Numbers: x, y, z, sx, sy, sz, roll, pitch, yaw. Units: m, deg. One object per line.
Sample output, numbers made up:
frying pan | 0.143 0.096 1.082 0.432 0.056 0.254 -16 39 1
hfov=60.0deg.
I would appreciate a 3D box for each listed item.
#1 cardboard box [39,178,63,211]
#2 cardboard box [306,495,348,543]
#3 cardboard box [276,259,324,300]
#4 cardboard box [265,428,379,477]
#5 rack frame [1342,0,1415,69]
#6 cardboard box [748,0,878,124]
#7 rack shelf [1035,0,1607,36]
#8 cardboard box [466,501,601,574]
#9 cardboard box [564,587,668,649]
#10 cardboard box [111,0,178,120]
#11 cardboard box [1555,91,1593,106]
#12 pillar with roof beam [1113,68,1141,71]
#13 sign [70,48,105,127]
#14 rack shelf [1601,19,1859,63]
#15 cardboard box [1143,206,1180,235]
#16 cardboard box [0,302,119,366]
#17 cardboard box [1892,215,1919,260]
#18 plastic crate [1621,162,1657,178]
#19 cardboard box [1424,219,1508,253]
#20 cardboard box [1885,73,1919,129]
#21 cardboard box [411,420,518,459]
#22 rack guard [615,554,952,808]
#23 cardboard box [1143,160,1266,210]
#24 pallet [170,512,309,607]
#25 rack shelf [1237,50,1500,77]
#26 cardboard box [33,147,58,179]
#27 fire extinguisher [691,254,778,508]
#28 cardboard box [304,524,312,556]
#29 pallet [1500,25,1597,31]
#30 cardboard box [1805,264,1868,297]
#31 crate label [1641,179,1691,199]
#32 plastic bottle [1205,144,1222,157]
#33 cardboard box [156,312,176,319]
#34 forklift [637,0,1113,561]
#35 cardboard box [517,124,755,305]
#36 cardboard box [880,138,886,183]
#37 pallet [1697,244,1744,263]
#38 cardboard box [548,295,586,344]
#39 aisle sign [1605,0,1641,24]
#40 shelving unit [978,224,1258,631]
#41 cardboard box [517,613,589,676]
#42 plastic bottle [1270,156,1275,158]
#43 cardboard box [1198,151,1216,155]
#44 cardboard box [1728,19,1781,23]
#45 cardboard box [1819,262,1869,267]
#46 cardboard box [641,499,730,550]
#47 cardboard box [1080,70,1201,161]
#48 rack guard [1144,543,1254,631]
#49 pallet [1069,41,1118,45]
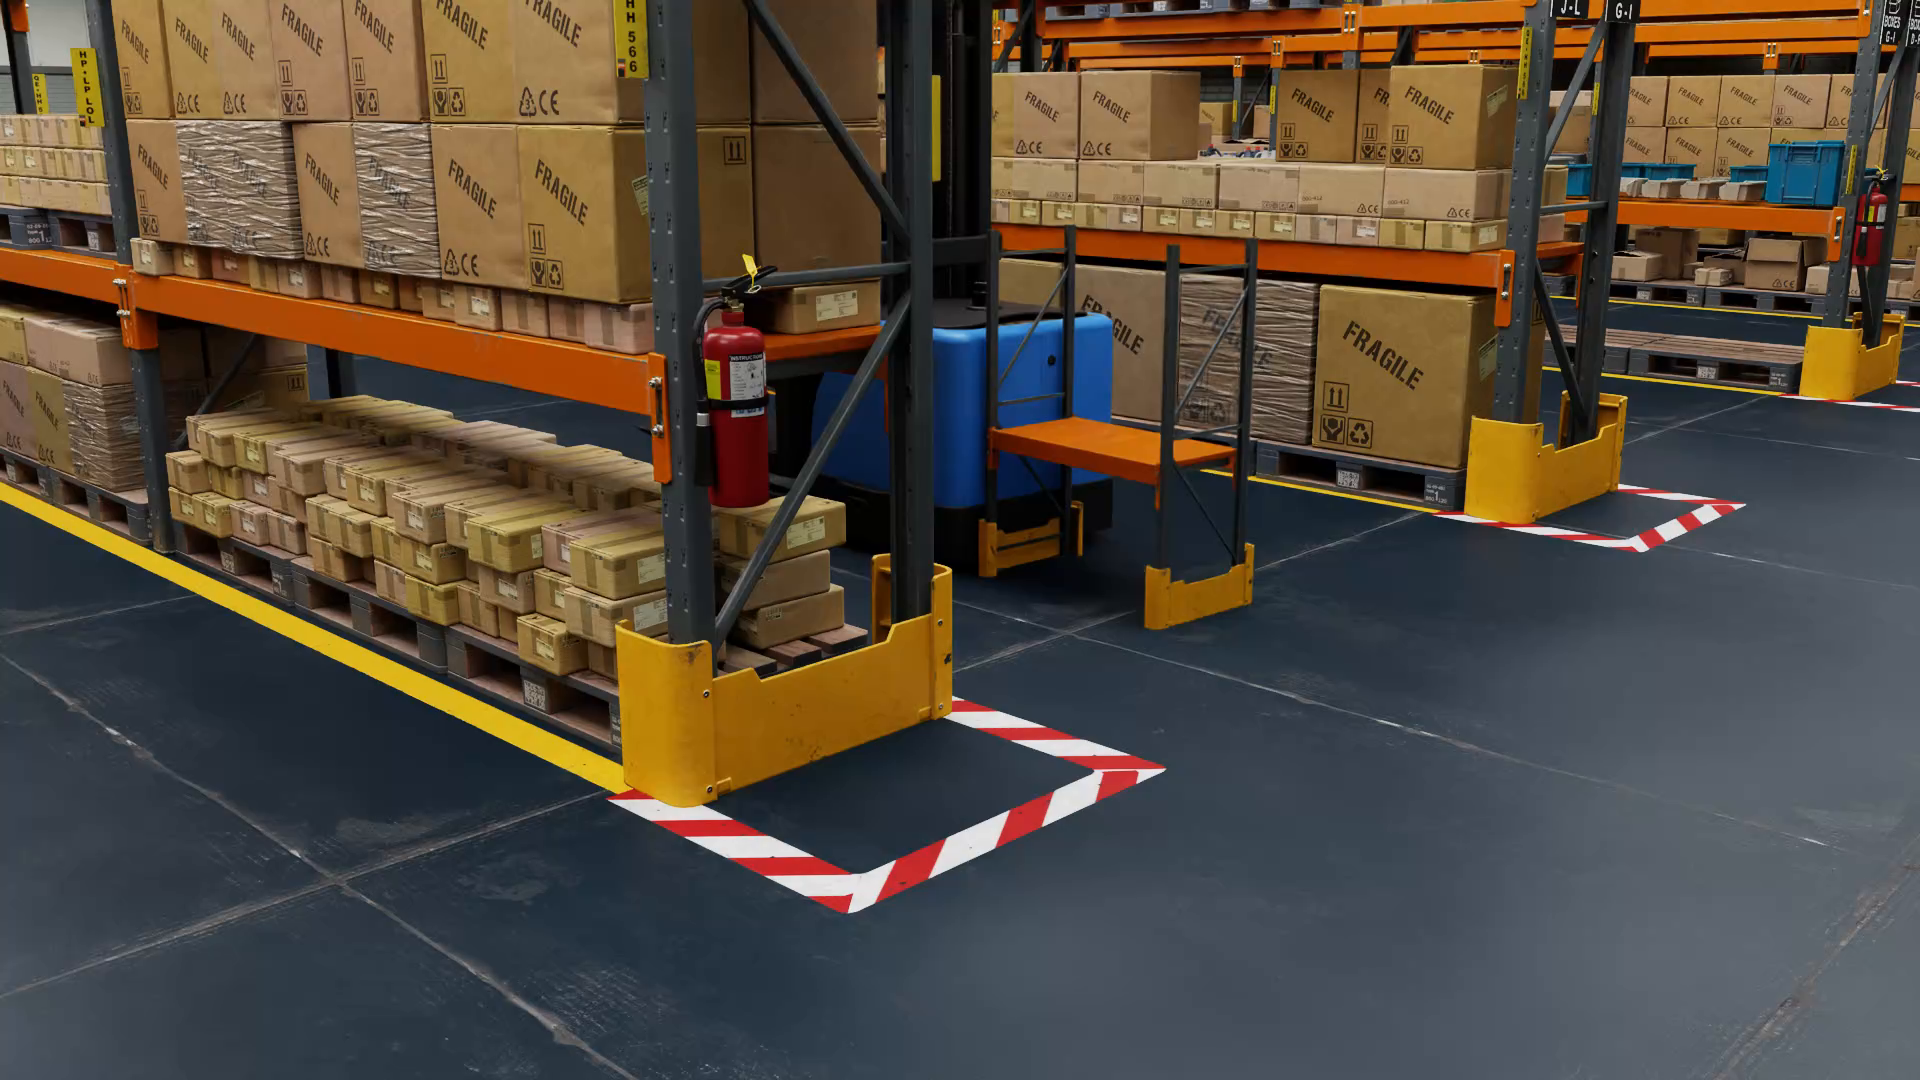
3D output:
cardboard box | -4.323 -1.726 8.274 0.250 0.149 0.380 12 19 39
cardboard box | -2.359 -0.104 6.613 0.250 0.149 0.380 13 20 42
cardboard box | -2.395 -1.026 6.418 0.380 0.149 0.250 -13 20 -42
cardboard box | -2.673 -0.356 6.990 0.250 0.149 0.380 13 19 41
rack frame | 3.599 -3.259 14.493 0.127 3.000 1.000 14 20 42
cardboard box | -0.613 -1.581 5.279 0.500 0.500 0.500 14 20 42
rack shelf | 1.601 -3.114 9.411 4.000 0.370 1.077 14 20 42
cardboard box | -1.447 -0.013 5.673 0.250 0.149 0.380 13 20 41
cardboard box | -1.052 0.214 5.393 0.250 0.149 0.380 13 19 41
cardboard box | -3.198 -2.031 7.006 0.500 0.500 0.500 -14 20 -43
cardboard box | 8.494 -6.016 22.755 0.500 0.250 0.500 14 20 43
pillar with roof beam | -0.046 -9.314 25.831 0.400 9.000 9.100 14 20 42
sign | -3.737 -1.937 7.120 0.005 0.325 0.100 14 20 42
rack shelf | 8.480 -4.911 16.310 4.000 0.370 1.077 14 20 42
cardboard box | 1.267 -1.854 9.598 0.250 0.149 0.380 13 19 41
cardboard box | -4.817 -1.101 8.847 0.500 0.250 0.500 13 19 40
cardboard box | 11.670 -3.723 20.396 0.700 0.500 0.500 -14 20 -43
plastic crate | 5.366 -2.893 13.301 0.300 0.233 0.416 14 20 42
cardboard box | 2.556 -1.541 8.397 0.380 0.149 0.250 -14 20 -43
cardboard box | 9.044 -4.106 15.561 0.500 0.500 0.500 -14 20 -43
cardboard box | -2.130 -0.404 7.176 0.250 0.149 0.380 12 19 40
rack guard | -0.529 0.418 5.335 0.348 0.500 1.175 14 20 42
cardboard box | 1.399 -2.037 9.507 0.500 0.250 0.500 14 20 42
pallet | -2.846 -0.017 7.580 1.213 0.211 1.003 14 20 42
rack shelf | 6.157 -7.211 25.137 4.000 0.370 1.077 14 20 42
cardboard box | -4.344 -1.874 8.251 0.250 0.149 0.380 13 19 40
fire extinguisher | -0.613 -0.432 4.534 0.183 0.674 0.296 14 20 42
cardboard box | -2.473 -0.023 6.892 0.250 0.149 0.380 13 19 40
pallet | 6.619 -5.645 18.073 1.003 0.211 1.213 14 20 42
cardboard box | 8.694 -2.562 16.398 0.500 0.250 0.500 14 20 42
crate label | 5.350 -2.668 12.628 0.243 0.136 0.396 14 20 42
plastic bottle | 2.445 -3.651 16.094 0.185 0.351 0.144 14 20 42
cardboard box | -4.088 -1.104 8.859 0.500 0.250 0.500 -14 20 -43
forklift | -0.618 -1.620 8.338 1.130 2.935 3.031 -12 19 -39
cardboard box | -0.977 -1.002 5.041 0.500 0.500 0.500 -14 20 -43
cardboard box | -0.365 -2.441 11.154 0.500 0.500 0.500 14 20 42
pallet | 9.868 -3.830 22.211 1.213 0.211 1.003 14 20 42
cardboard box | -1.058 -0.712 5.215 0.250 0.149 0.380 14 20 42
aisle sign | 3.301 -2.960 8.188 0.004 0.787 0.394 14 20 42
shelving unit | 0.647 -0.516 6.939 0.587 1.500 1.083 -12 19 -39
cardboard box | -1.254 0.318 5.585 0.380 0.149 0.250 -14 20 -42
plastic bottle | 2.828 -3.274 14.793 0.135 0.276 0.152 14 20 42
cardboard box | 3.204 -4.949 21.476 0.380 0.149 0.250 -13 19 -40
cardboard box | 7.935 -5.231 16.407 0.500 0.250 0.500 14 20 42
cardboard box | 9.005 -2.662 16.780 0.500 0.250 0.500 14 20 42
cardboard box | -0.898 -0.069 5.890 0.380 0.149 0.250 -14 20 -43
cardboard box | 1.056 -2.487 9.747 0.500 0.500 0.500 13 19 40
rack guard | 0.972 0.184 6.731 0.587 0.250 0.087 -12 19 -39
pallet | 1.925 -6.765 22.377 1.217 0.209 0.805 13 19 40
